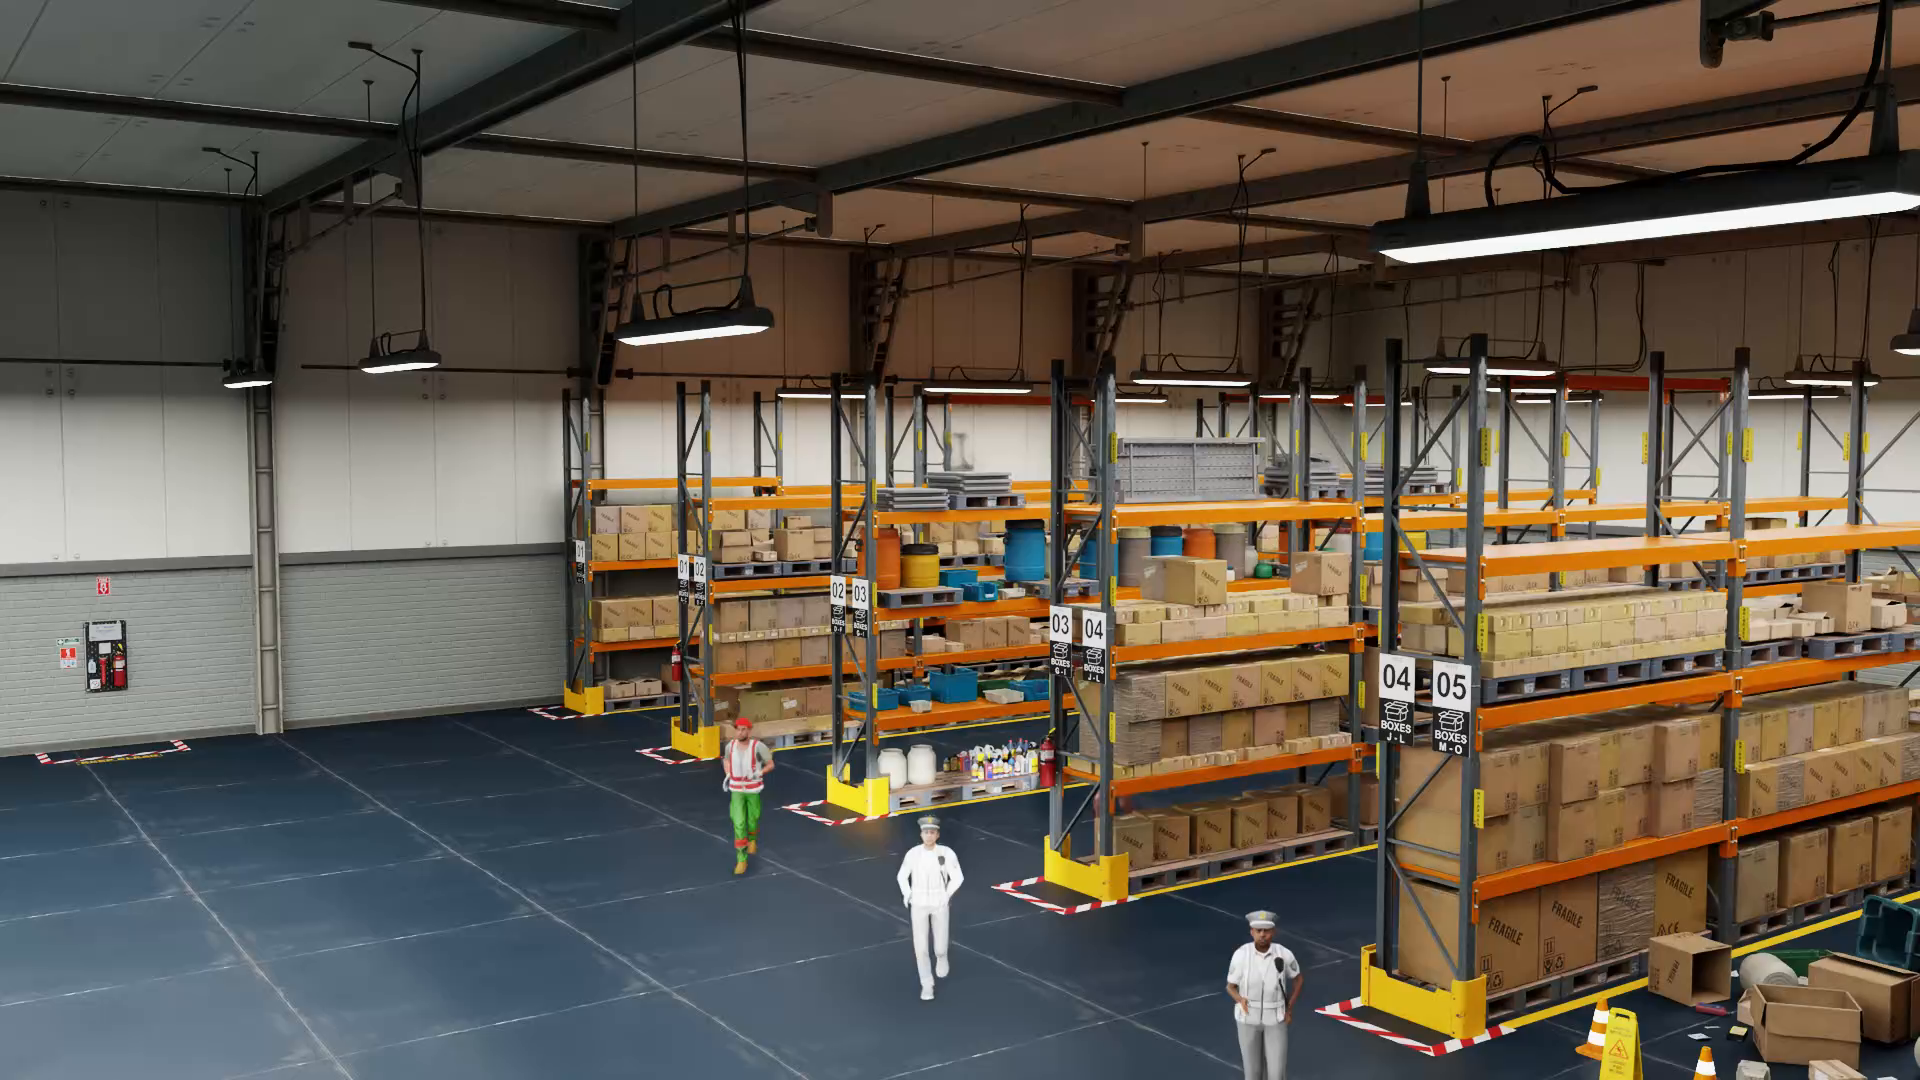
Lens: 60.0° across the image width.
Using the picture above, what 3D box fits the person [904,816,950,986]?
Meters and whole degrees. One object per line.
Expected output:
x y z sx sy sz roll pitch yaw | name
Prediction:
-0.291 3.322 15.324 0.435 1.586 0.527 0 4 4 | person

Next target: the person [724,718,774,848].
-2.070 2.373 27.387 0.639 1.513 15.765 0 4 3 | person

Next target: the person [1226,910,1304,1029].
2.225 3.541 12.166 0.563 1.663 0.561 1 4 11 | person

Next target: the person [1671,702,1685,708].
9.503 2.880 22.148 0.506 1.468 0.656 4 5 44 | person
